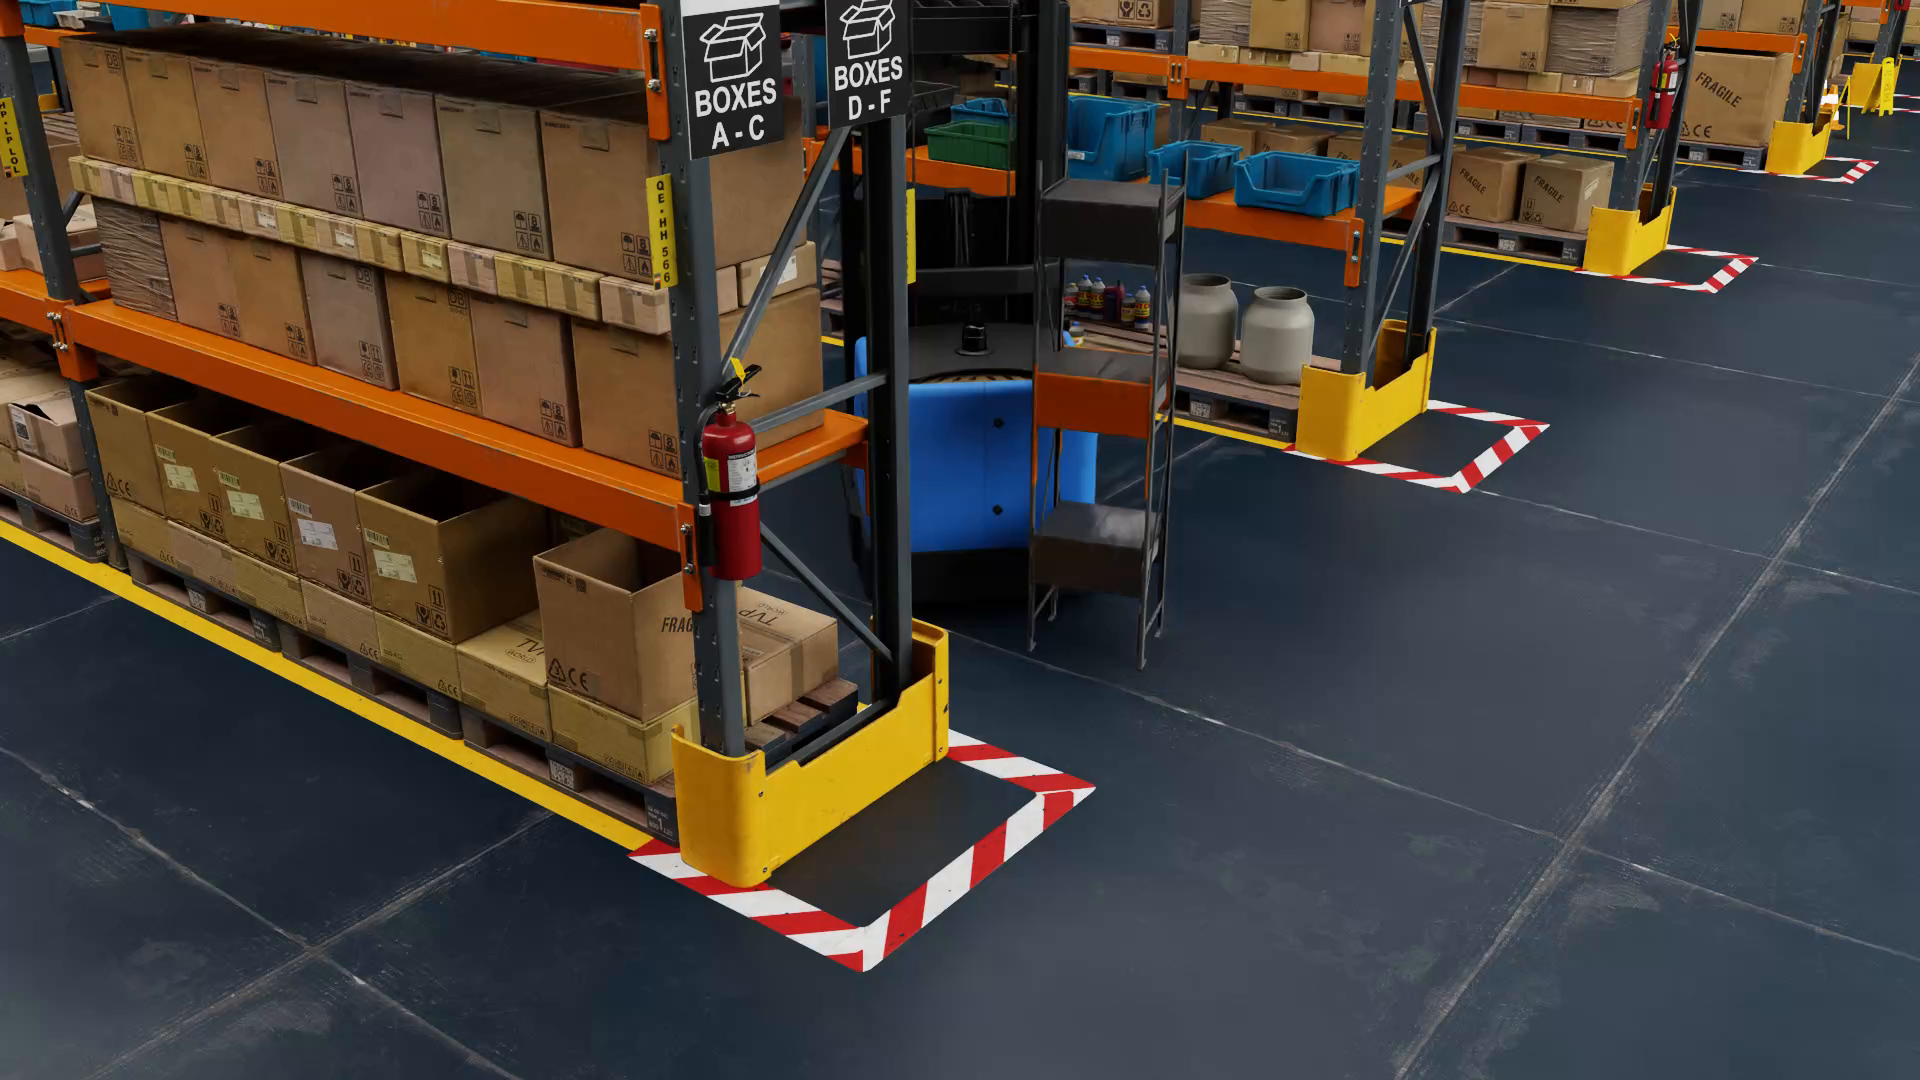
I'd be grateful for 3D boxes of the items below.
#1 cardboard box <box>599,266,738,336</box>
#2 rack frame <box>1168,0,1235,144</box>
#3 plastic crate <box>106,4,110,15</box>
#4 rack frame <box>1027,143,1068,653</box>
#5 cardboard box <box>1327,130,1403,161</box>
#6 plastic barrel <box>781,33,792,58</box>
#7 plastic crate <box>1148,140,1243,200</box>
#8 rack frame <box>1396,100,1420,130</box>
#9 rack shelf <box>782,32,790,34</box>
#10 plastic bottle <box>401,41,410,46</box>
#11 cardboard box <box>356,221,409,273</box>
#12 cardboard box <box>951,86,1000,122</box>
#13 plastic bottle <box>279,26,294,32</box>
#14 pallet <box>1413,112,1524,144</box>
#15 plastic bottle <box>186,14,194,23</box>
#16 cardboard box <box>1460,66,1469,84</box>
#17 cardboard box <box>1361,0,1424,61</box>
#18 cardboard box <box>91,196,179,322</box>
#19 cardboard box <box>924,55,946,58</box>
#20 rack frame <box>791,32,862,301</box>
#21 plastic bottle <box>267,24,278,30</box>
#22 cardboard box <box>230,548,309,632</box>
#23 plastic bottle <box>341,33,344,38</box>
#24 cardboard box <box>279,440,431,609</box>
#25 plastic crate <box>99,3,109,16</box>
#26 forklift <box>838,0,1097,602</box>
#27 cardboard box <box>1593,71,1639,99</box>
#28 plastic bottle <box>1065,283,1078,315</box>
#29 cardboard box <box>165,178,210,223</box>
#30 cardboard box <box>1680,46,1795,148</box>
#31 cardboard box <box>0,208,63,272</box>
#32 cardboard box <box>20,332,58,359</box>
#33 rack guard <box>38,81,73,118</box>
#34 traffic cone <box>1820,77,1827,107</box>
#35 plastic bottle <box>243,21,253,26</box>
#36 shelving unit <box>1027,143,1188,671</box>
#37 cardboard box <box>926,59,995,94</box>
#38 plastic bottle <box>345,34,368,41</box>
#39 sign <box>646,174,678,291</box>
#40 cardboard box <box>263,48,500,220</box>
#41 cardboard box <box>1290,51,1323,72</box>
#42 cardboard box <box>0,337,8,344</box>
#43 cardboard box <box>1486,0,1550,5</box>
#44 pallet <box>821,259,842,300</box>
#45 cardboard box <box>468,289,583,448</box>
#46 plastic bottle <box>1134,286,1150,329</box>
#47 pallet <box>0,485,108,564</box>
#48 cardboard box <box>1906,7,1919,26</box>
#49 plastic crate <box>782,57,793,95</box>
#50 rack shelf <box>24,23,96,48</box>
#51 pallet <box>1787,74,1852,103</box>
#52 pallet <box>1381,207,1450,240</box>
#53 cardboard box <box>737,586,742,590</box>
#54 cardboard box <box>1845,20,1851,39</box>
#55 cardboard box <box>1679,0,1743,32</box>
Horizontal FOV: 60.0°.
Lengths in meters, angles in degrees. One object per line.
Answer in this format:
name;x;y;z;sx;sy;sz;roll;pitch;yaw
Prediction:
cardboard box;-0.945;-0.800;5.417;0.250;0.149;0.380;16;29;32
rack frame;2.219;-4.589;14.945;0.127;3.000;1.000;17;29;33
plastic crate;-8.265;-5.327;16.693;0.530;0.282;0.437;17;29;33
rack frame;0.360;-0.550;6.895;0.015;2.100;0.400;8;25;17
cardboard box;3.521;-3.267;14.523;0.500;0.500;0.500;14;27;29
plastic barrel;-1.386;-3.355;11.976;0.433;0.535;0.433;0;24;0
plastic crate;1.353;-2.139;9.569;0.408;0.251;0.499;17;29;33
rack frame;5.274;-6.165;18.521;0.127;3.000;1.000;17;29;33
rack shelf;-2.583;-5.711;18.383;4.000;0.370;1.077;17;29;33
plastic bottle;-4.843;-4.345;14.551;0.097;0.271;0.097;0;24;0
cardboard box;-1.982;-1.113;6.126;0.250;0.149;0.380;18;29;35
cardboard box;0.018;-4.328;16.907;0.500;0.500;0.700;14;27;29
plastic bottle;-5.804;-4.301;14.353;0.185;0.351;0.144;17;29;33
pallet;5.836;-4.680;18.609;1.213;0.211;1.003;17;29;33
plastic bottle;-7.034;-4.703;15.266;0.185;0.351;0.144;17;29;33
cardboard box;4.057;-3.806;13.479;0.250;0.149;0.380;17;29;33
cardboard box;3.756;-4.287;13.767;0.500;0.500;0.875;17;29;33
cardboard box;-3.367;-1.334;7.434;0.500;0.500;0.700;16;28;32
cardboard box;-0.271;-6.756;22.442;0.500;0.500;0.500;18;30;36
rack frame;-0.752;-2.991;11.318;0.127;3.000;1.000;17;29;33
plastic bottle;-6.308;-4.740;15.348;0.185;0.351;0.144;17;29;33
cardboard box;-2.742;0.128;7.130;0.500;0.250;0.500;17;29;33
plastic bottle;-5.546;-4.525;15.047;0.097;0.201;0.097;0;24;0
cardboard box;-2.341;-0.096;6.706;0.500;0.500;0.500;17;29;33
plastic crate;-8.557;-5.430;16.986;0.300;0.233;0.416;17;29;33
forklift;-0.065;-1.618;8.286;1.130;2.935;3.031;-3;24;-6
cardboard box;5.068;-3.509;12.805;0.250;0.149;0.380;17;29;33
plastic bottle;0.751;-1.614;11.119;0.097;0.201;0.097;0;24;0
cardboard box;-3.008;-1.423;6.832;0.250;0.149;0.380;17;29;33
cardboard box;7.893;-4.560;16.993;0.875;0.875;0.875;17;29;34
cardboard box;-4.539;-1.485;8.068;0.258;0.266;0.396;16;28;32
cardboard box;-4.719;-1.012;9.020;0.500;0.311;0.500;16;28;32
rack guard;-10.381;-4.750;18.412;0.348;0.500;1.175;17;29;33
traffic cone;10.245;-5.346;19.809;0.334;0.463;0.336;17;29;33
plastic bottle;-6.704;-4.799;15.667;0.097;0.201;0.097;0;24;0
shelving unit;0.590;-0.518;6.822;0.503;2.100;0.431;8;25;17
cardboard box;0.003;-4.679;16.775;0.500;0.250;0.500;21;31;39
plastic bottle;-5.324;-4.438;14.664;0.185;0.351;0.144;17;29;33
sign;-0.861;-0.893;4.827;0.005;0.325;0.100;17;29;33
cardboard box;-2.162;-1.564;6.346;0.500;0.500;0.700;17;29;33
cardboard box;3.000;-4.078;14.096;0.250;0.149;0.380;17;29;33
cardboard box;-5.440;-0.958;8.897;0.500;0.311;0.500;16;29;33
cardboard box;4.428;-4.433;12.859;0.500;0.500;0.500;17;29;33
pallet;-1.404;-1.892;12.283;1.213;0.211;1.003;17;29;33
cardboard box;-1.314;-0.715;6.028;0.500;0.500;0.700;18;29;35
plastic bottle;1.185;-1.515;10.807;0.097;0.271;0.097;0;24;0
pallet;-4.339;-0.283;8.631;1.213;0.211;1.003;17;29;33
cardboard box;13.760;-7.601;24.050;0.500;0.250;0.500;16;29;33
plastic crate;-1.323;-3.039;11.347;0.583;0.464;0.402;17;29;33
rack shelf;-8.754;-5.080;16.951;4.000;0.370;1.077;17;29;33
pallet;10.673;-5.769;21.082;1.213;0.211;1.003;17;29;33
pallet;3.758;-2.867;14.495;1.213;0.211;1.003;17;29;33
cardboard box;-1.223;0.319;6.696;0.500;0.250;0.500;17;29;33
cardboard box;12.984;-7.614;24.700;0.500;0.250;0.500;17;29;34
cardboard box;7.698;-5.467;16.752;0.550;0.550;0.875;17;29;33
